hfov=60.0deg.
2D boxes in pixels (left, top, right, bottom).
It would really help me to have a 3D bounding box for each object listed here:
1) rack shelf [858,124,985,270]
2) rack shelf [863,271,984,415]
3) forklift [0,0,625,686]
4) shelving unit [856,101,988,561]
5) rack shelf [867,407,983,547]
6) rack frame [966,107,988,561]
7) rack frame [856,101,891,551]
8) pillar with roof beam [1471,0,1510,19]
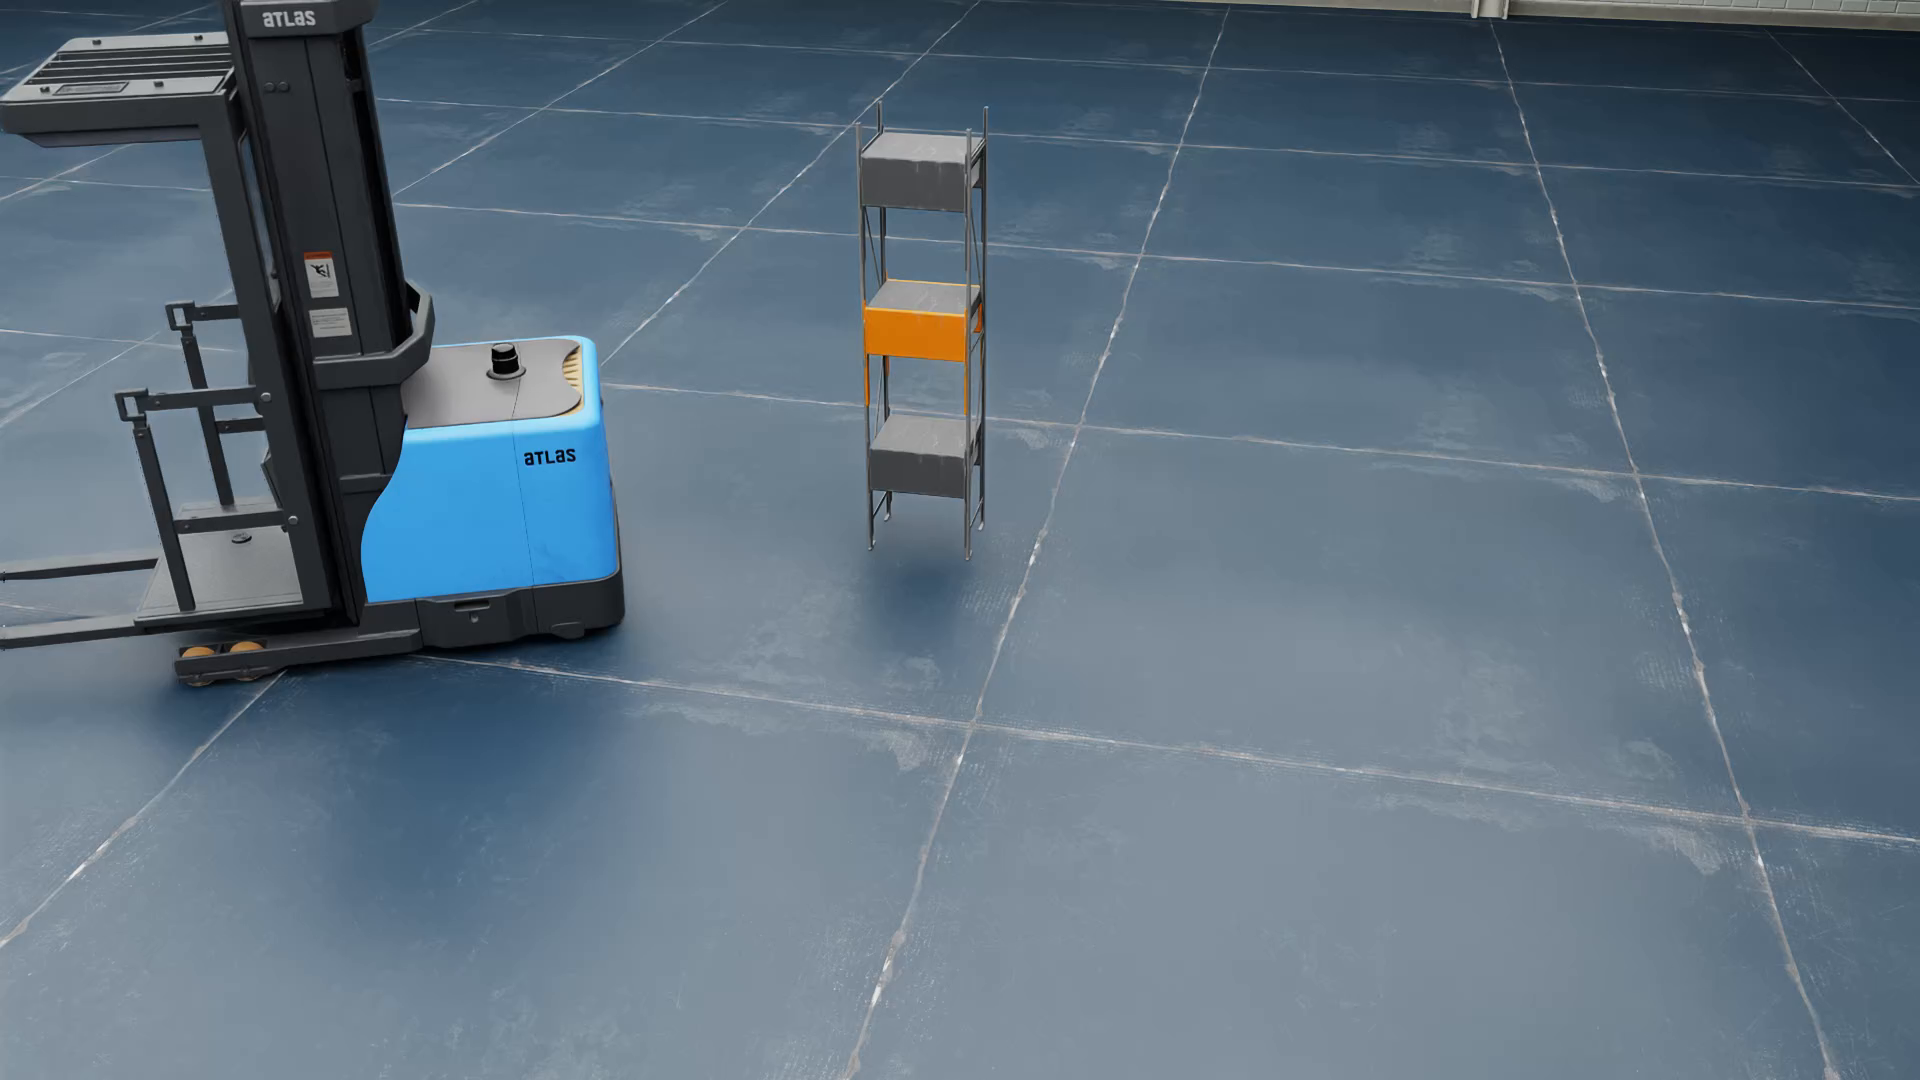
[{"bbox_3d":[-0.162,-1.540,7.447,0.480,0.518,0.431,6,29,11],"label":"rack shelf"},{"bbox_3d":[-0.162,-0.926,7.783,0.480,0.518,0.431,6,29,11],"label":"rack shelf"},{"bbox_3d":[-3.080,-0.938,6.912,3.031,2.935,1.130,-6,29,-11],"label":"forklift"},{"bbox_3d":[-0.162,-0.938,7.776,0.503,2.100,0.431,6,29,11],"label":"shelving unit"},{"bbox_3d":[-0.162,-0.312,8.119,0.480,0.518,0.431,6,29,11],"label":"rack shelf"},{"bbox_3d":[0.077,-0.913,7.731,0.015,2.100,0.400,6,29,11],"label":"rack frame"},{"bbox_3d":[-0.401,-0.962,7.821,0.015,2.100,0.400,6,29,11],"label":"rack frame"},{"bbox_3d":[5.285,-8.057,13.596,0.400,9.000,9.100,6,29,11],"label":"pillar with roof beam"}]
